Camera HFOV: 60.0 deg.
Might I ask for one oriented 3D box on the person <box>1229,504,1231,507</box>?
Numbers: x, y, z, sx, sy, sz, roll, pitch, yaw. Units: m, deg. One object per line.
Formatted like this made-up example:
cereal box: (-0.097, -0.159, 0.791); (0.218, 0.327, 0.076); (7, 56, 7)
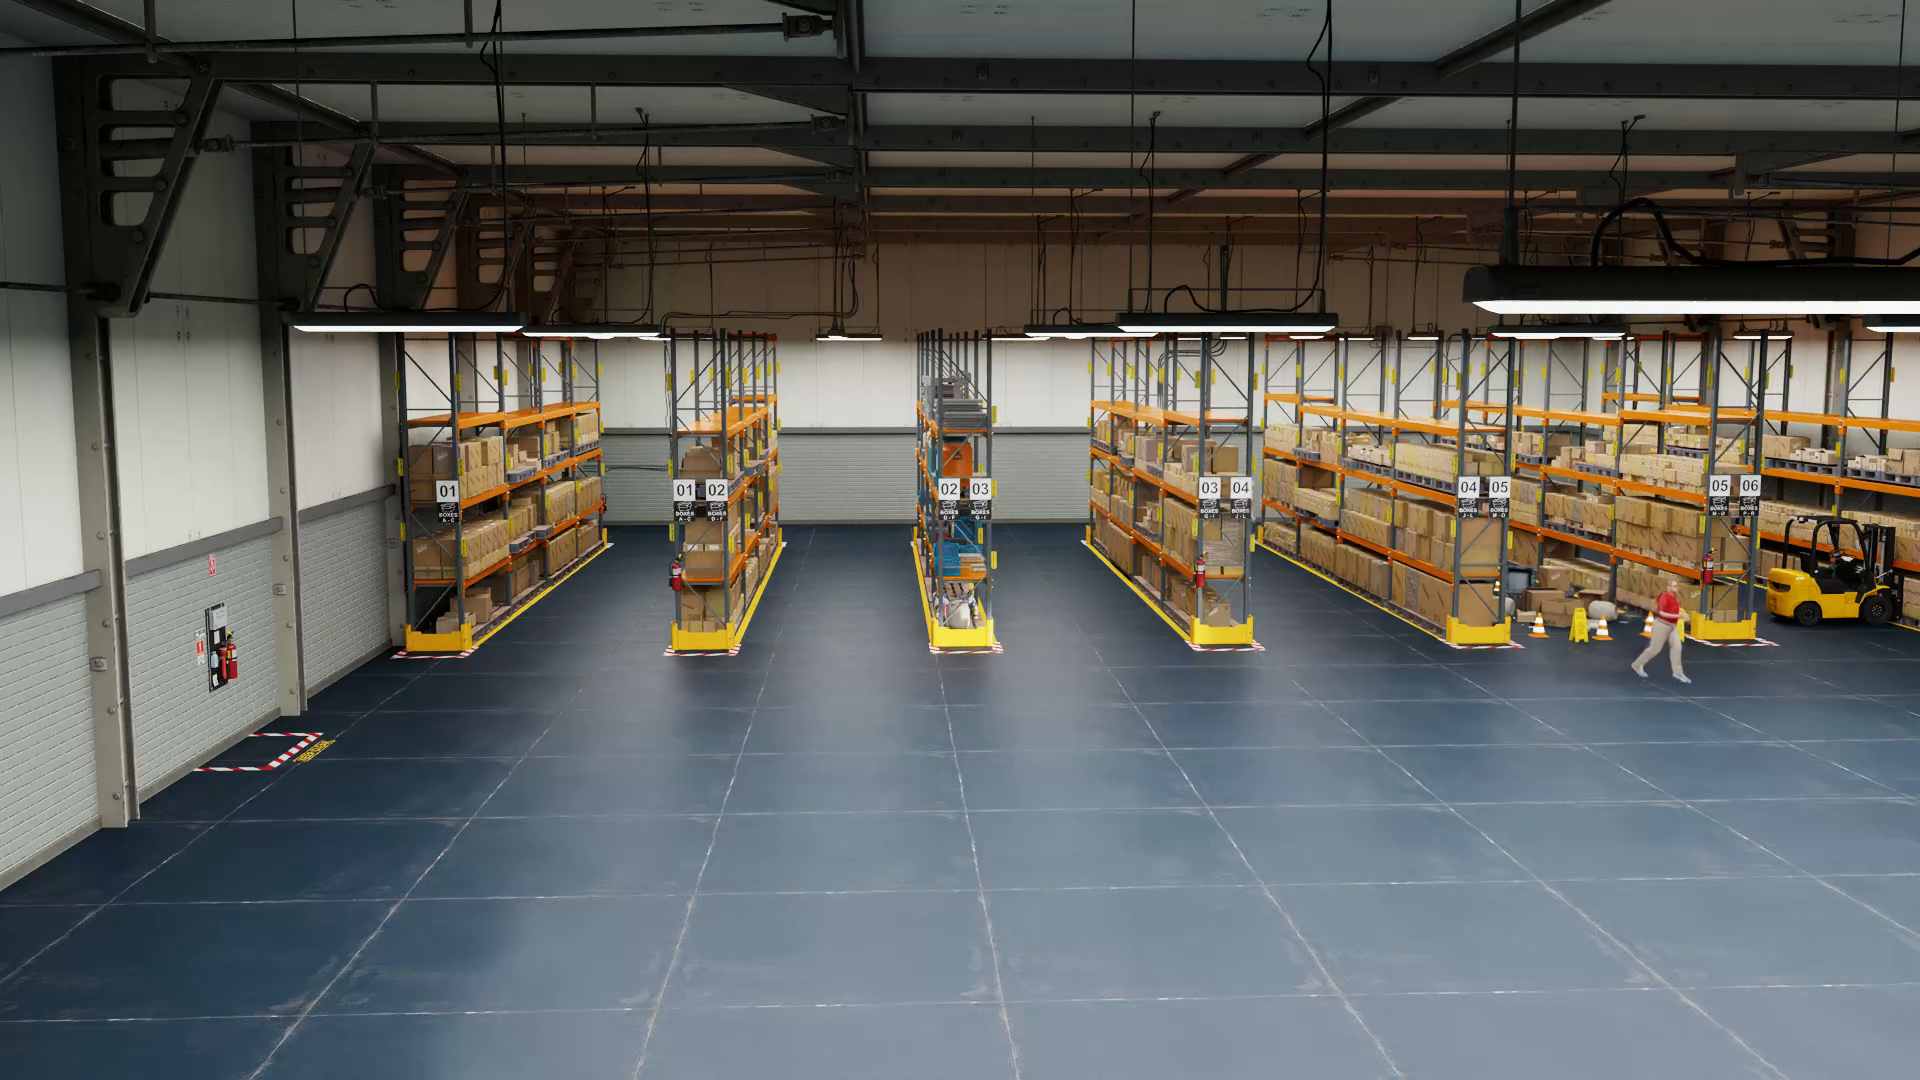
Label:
person: (8.055, -0.858, 48.624); (0.691, 1.783, 0.763); (-3, 7, -24)

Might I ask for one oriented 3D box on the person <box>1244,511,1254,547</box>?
person: (7.632, -0.305, 44.677); (0.535, 1.579, 0.594); (0, 7, 4)

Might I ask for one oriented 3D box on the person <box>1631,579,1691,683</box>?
person: (11.969, 1.529, 28.318); (0.953, 1.748, 0.618); (6, 9, 44)
